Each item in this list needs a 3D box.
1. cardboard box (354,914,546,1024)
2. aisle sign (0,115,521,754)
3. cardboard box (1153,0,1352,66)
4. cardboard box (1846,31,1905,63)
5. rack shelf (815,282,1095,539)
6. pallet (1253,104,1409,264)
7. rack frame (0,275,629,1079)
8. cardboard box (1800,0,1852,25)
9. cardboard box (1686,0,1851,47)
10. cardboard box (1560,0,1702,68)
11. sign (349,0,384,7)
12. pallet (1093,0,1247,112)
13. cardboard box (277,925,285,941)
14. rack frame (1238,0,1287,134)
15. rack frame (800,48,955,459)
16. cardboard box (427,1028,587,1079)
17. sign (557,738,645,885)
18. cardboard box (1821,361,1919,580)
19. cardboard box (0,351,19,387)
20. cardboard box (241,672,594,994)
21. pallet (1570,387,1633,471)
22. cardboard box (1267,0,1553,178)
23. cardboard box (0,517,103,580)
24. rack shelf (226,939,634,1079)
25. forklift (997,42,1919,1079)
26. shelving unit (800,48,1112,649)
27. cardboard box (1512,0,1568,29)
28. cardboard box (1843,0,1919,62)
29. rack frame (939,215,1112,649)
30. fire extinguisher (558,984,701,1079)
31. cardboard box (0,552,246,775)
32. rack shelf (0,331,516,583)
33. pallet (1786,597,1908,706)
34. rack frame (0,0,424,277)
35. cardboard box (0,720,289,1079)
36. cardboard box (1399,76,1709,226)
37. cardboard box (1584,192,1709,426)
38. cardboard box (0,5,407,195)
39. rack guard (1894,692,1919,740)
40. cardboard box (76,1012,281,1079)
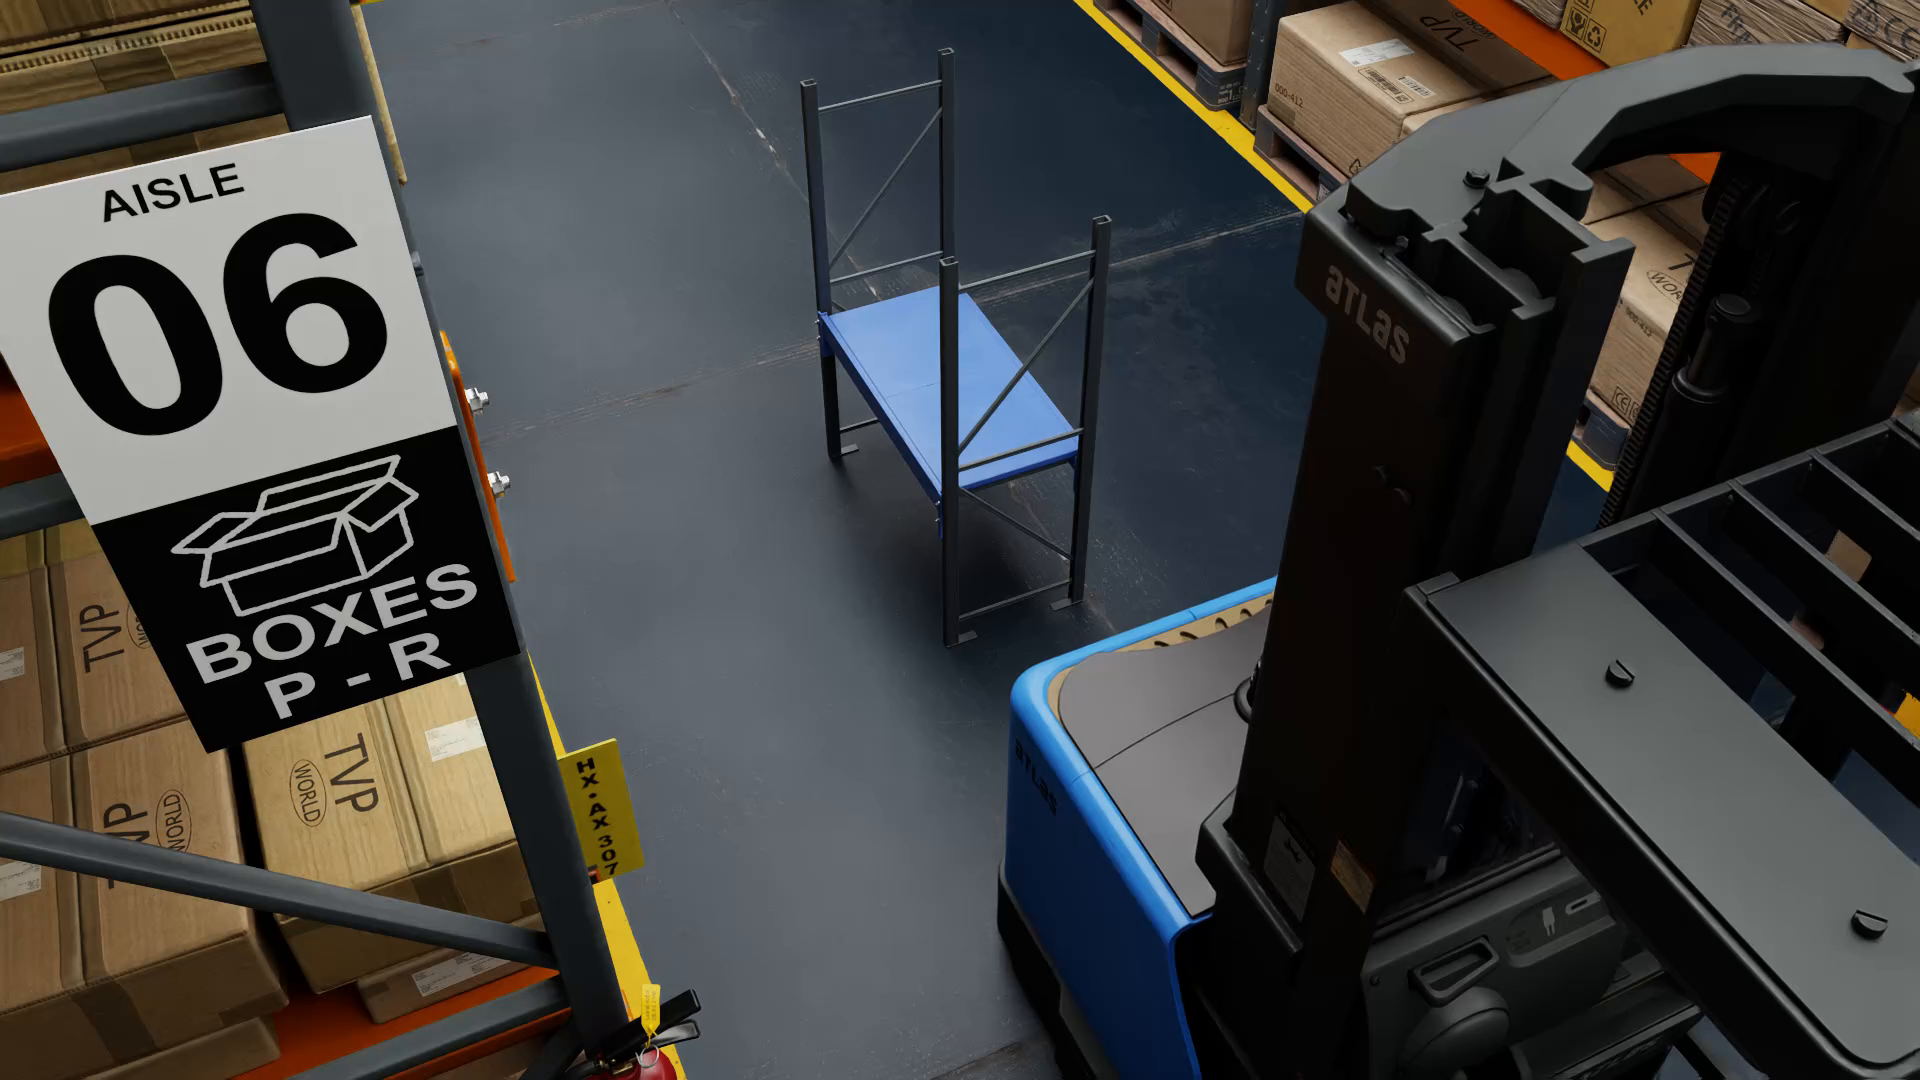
[{"bbox_3d":[-0.938,0.693,3.091,0.380,0.149,0.250,-18,48,-18],"label":"cardboard box"},{"bbox_3d":[-0.753,-0.075,1.839,0.394,0.787,0.004,-18,47,-17],"label":"aisle sign"},{"bbox_3d":[1.439,-2.888,7.755,0.875,0.875,0.875,-17,47,-16],"label":"cardboard box"},{"bbox_3d":[2.813,-1.164,4.722,0.500,0.500,0.500,-19,48,-18],"label":"cardboard box"},{"bbox_3d":[-0.036,-0.460,5.405,0.538,0.185,1.000,-18,47,-17],"label":"rack shelf"},{"bbox_3d":[2.021,-1.623,7.245,1.003,0.211,1.213,-18,47,-17],"label":"pallet"},{"bbox_3d":[-1.048,0.894,2.709,1.000,3.000,0.127,-18,47,-17],"label":"rack frame"},{"bbox_3d":[2.584,-1.843,4.700,0.500,0.500,0.500,-18,47,-18],"label":"cardboard box"},{"bbox_3d":[2.588,-1.489,5.052,0.500,0.500,0.500,-17,47,-16],"label":"cardboard box"},{"bbox_3d":[2.359,-1.814,5.381,0.500,0.500,0.500,-17,47,-16],"label":"cardboard box"},{"bbox_3d":[-0.556,-0.645,1.511,0.100,0.325,0.005,-18,47,-17],"label":"sign"},{"bbox_3d":[1.379,-2.600,8.235,1.003,0.211,1.213,-18,47,-17],"label":"pallet"},{"bbox_3d":[-1.482,0.671,3.113,0.380,0.149,0.250,-17,47,-16],"label":"cardboard box"},{"bbox_3d":[1.772,-3.124,6.780,1.000,3.000,0.127,-18,47,-17],"label":"rack frame"},{"bbox_3d":[-0.250,-0.912,5.607,0.500,1.500,0.032,-18,47,-17],"label":"rack frame"},{"bbox_3d":[-1.219,1.215,3.861,0.797,0.503,0.637,-20,48,-19],"label":"cardboard box"},{"bbox_3d":[-0.556,0.425,2.567,0.100,0.325,0.005,-18,47,-17],"label":"sign"},{"bbox_3d":[3.085,-0.203,5.345,0.875,0.438,0.875,-20,48,-19],"label":"cardboard box"},{"bbox_3d":[-0.971,-0.356,2.019,0.380,0.149,0.250,-17,47,-17],"label":"cardboard box"},{"bbox_3d":[-0.995,0.473,3.030,0.500,0.250,0.500,-18,47,-17],"label":"cardboard box"},{"bbox_3d":[2.537,-0.845,6.456,1.003,0.211,1.213,-18,47,-17],"label":"pallet"},{"bbox_3d":[1.938,-1.929,7.095,0.875,0.438,0.875,-19,48,-18],"label":"cardboard box"},{"bbox_3d":[-1.902,-0.019,3.529,0.500,0.250,0.500,-17,47,-16],"label":"cardboard box"},{"bbox_3d":[-1.889,-0.125,4.253,1.077,0.370,4.000,-18,47,-17],"label":"rack shelf"},{"bbox_3d":[1.192,0.824,2.828,1.130,2.935,3.031,-19,48,-18],"label":"forklift"},{"bbox_3d":[-0.036,-0.588,5.278,0.538,1.500,1.048,-18,47,-17],"label":"shelving unit"},{"bbox_3d":[2.143,-2.142,5.714,0.500,0.500,0.500,-18,47,-17],"label":"cardboard box"},{"bbox_3d":[2.789,-1.527,4.379,0.500,0.500,0.500,-18,47,-17],"label":"cardboard box"},{"bbox_3d":[0.178,-0.264,4.950,0.500,1.500,0.032,-18,47,-17],"label":"rack frame"},{"bbox_3d":[-0.567,1.011,2.910,0.296,0.674,0.183,-18,47,-17],"label":"fire extinguisher"},{"bbox_3d":[-1.698,0.298,3.208,0.500,0.250,0.500,-18,47,-17],"label":"cardboard box"},{"bbox_3d":[-1.889,-1.192,3.199,1.077,0.370,4.000,-18,47,-17],"label":"rack shelf"},{"bbox_3d":[3.047,-0.068,5.669,1.003,0.211,1.213,-18,47,-17],"label":"pallet"},{"bbox_3d":[-1.048,-1.242,0.602,1.000,3.000,0.127,-18,47,-17],"label":"rack frame"},{"bbox_3d":[-1.483,0.626,2.874,0.500,0.250,0.500,-17,47,-16],"label":"cardboard box"},{"bbox_3d":[2.315,-1.359,6.517,0.875,0.438,0.875,-19,48,-19],"label":"cardboard box"},{"bbox_3d":[2.693,-0.784,5.934,0.875,0.438,0.875,-17,47,-16],"label":"cardboard box"},{"bbox_3d":[-0.987,-0.590,1.972,0.500,0.250,0.500,-19,48,-18],"label":"cardboard box"},{"bbox_3d":[3.464,0.331,5.059,1.175,0.500,0.348,-18,47,-17],"label":"rack guard"},{"bbox_3d":[-1.431,0.851,2.931,0.380,0.149,0.250,-19,48,-18],"label":"cardboard box"}]
